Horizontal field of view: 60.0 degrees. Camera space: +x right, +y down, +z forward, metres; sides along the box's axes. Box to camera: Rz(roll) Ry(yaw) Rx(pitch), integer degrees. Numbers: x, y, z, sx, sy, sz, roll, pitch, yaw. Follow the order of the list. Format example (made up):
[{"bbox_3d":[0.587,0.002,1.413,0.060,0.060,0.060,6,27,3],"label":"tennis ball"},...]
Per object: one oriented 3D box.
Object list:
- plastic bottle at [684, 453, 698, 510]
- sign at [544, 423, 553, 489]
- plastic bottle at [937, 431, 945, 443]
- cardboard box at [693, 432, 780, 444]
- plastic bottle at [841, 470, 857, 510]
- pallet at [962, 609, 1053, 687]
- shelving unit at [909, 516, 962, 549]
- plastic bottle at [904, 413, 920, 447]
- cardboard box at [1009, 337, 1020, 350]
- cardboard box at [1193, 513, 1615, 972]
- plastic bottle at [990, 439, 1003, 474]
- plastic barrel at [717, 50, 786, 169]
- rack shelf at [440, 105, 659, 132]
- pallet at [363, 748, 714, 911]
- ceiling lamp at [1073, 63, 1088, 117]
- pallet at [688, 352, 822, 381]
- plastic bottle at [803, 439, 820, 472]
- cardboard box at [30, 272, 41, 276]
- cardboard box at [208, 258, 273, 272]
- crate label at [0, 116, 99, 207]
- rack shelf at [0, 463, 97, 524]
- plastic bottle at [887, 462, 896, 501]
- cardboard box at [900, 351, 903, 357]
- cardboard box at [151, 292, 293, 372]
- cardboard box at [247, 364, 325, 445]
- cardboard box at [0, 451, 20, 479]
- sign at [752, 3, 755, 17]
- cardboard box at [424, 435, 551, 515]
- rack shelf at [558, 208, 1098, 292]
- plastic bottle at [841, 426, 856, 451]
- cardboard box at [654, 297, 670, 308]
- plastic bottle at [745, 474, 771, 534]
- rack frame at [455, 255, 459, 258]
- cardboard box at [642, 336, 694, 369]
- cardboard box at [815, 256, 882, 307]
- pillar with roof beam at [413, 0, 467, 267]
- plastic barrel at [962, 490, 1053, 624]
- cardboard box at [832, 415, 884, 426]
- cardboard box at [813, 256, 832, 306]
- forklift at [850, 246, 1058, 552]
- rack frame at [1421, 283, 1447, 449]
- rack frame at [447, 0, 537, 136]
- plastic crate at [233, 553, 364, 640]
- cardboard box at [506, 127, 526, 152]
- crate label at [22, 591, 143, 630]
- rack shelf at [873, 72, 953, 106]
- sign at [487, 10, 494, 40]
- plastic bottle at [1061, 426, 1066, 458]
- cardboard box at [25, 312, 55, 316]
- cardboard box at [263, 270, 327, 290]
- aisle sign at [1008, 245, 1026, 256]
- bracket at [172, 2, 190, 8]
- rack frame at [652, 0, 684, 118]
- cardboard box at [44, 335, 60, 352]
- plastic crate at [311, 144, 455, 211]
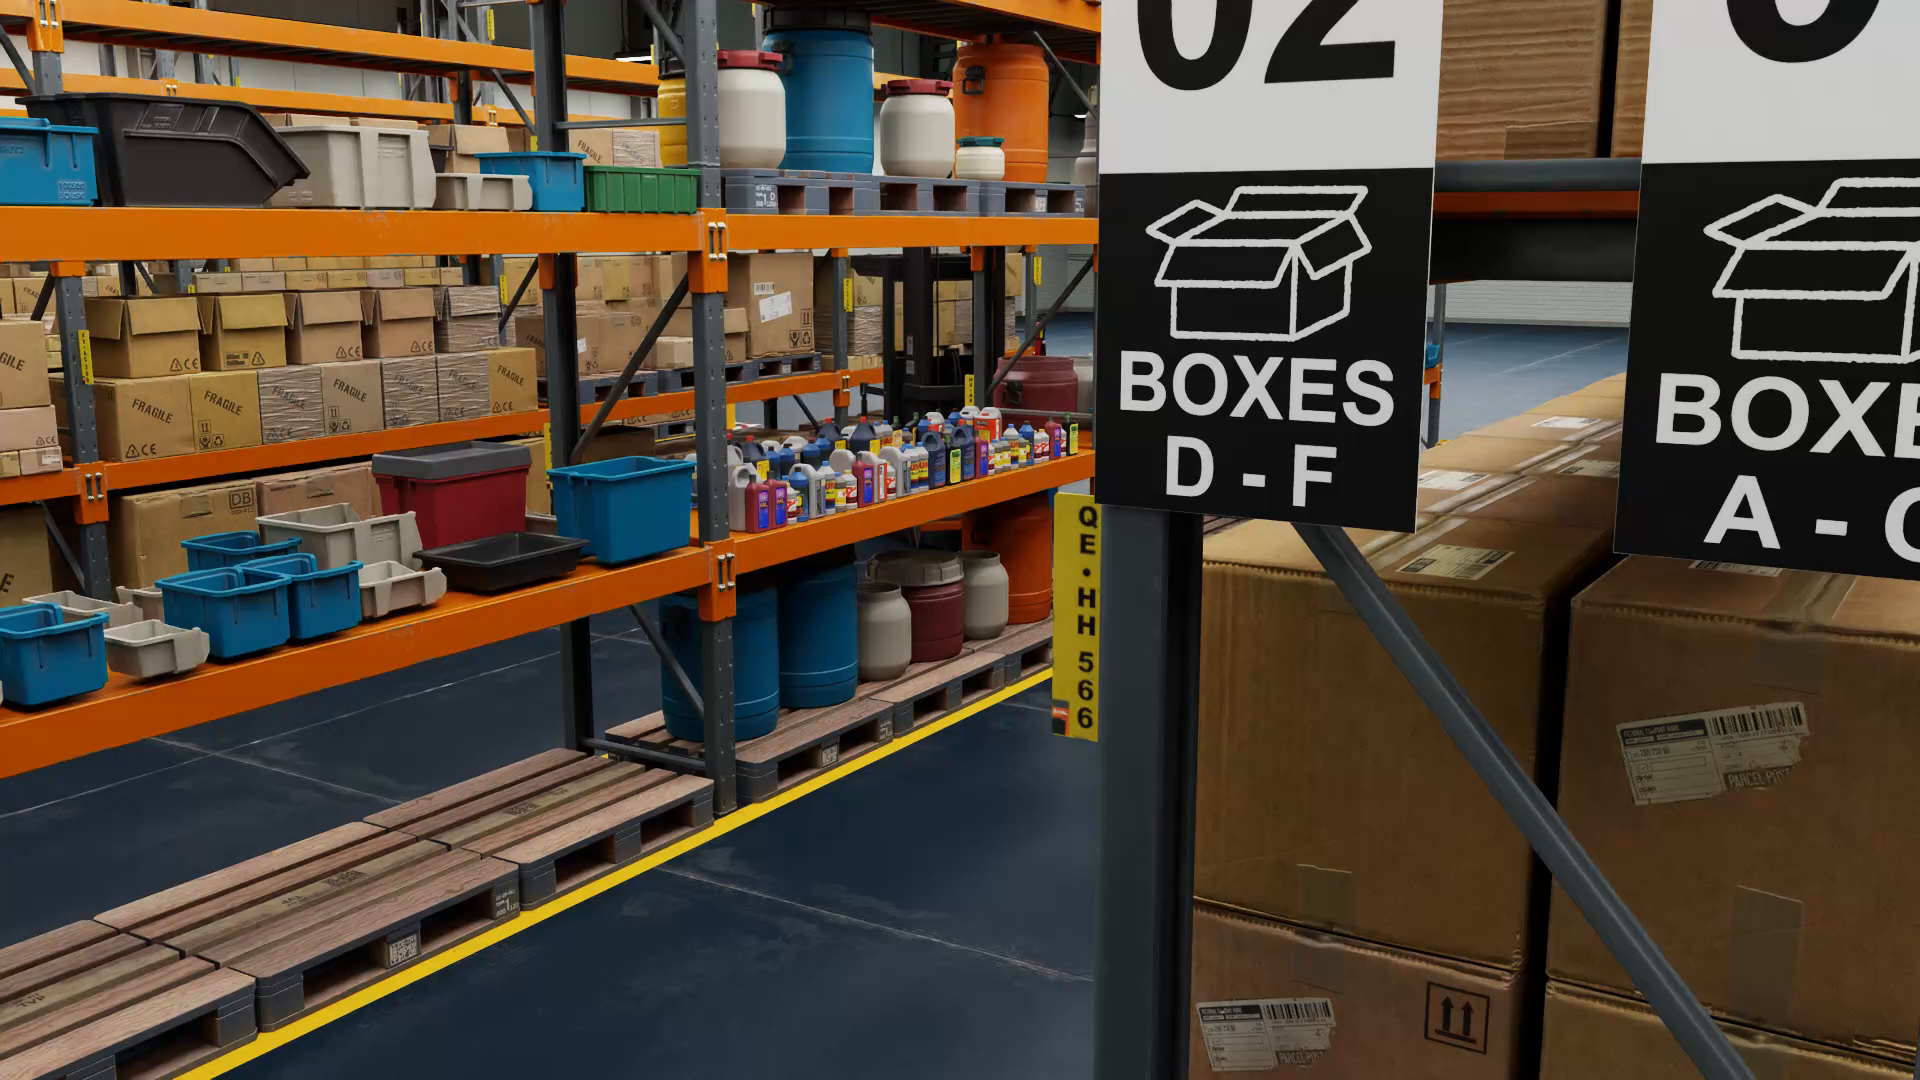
[{"bbox_3d":[-1.407,-0.309,8.703,0.152,0.276,0.135,6,12,31],"label":"plastic bottle"},{"bbox_3d":[-1.994,-0.408,8.146,0.100,0.325,0.005,6,12,31],"label":"sign"},{"bbox_3d":[-0.106,-0.492,9.660,0.061,0.283,0.133,6,12,31],"label":"plastic bottle"},{"bbox_3d":[-2.205,-0.771,16.430,0.700,0.500,0.500,6,12,30],"label":"cardboard box"},{"bbox_3d":[-0.584,-0.262,8.656,0.097,0.201,0.097,0,11,0],"label":"plastic bottle"},{"bbox_3d":[0.178,0.650,10.822,1.003,0.211,1.213,6,12,31],"label":"pallet"},{"bbox_3d":[-0.139,-0.363,13.546,0.503,1.200,0.258,-3,11,-18],"label":"shelving unit"},{"bbox_3d":[-0.298,-0.664,10.583,0.061,0.283,0.133,6,12,31],"label":"plastic bottle"},{"bbox_3d":[0.501,-2.392,20.175,0.380,0.149,0.250,6,12,31],"label":"cardboard box"},{"bbox_3d":[0.626,0.247,2.411,0.500,0.500,0.500,6,12,30],"label":"cardboard box"},{"bbox_3d":[0.208,-0.502,9.938,0.097,0.201,0.097,0,11,0],"label":"plastic bottle"},{"bbox_3d":[-1.037,-2.026,7.876,0.433,0.535,0.433,0,11,0],"label":"plastic barrel"},{"bbox_3d":[-4.753,-5.154,20.984,1.077,0.370,4.000,6,12,31],"label":"rack shelf"},{"bbox_3d":[-1.873,1.271,7.508,1.003,0.211,1.213,6,12,31],"label":"pallet"},{"bbox_3d":[4.255,-13.451,46.402,2.000,3.185,0.800,6,12,31],"label":"ceiling lamp"},{"bbox_3d":[-2.126,-1.750,16.587,1.003,0.211,1.213,6,12,31],"label":"pallet"},{"bbox_3d":[-0.838,-0.434,9.387,0.097,0.271,0.097,0,11,0],"label":"plastic bottle"},{"bbox_3d":[-13.899,-3.907,24.744,0.380,0.149,0.250,7,13,32],"label":"cardboard box"},{"bbox_3d":[-9.660,-3.633,22.324,0.700,0.500,0.500,6,12,30],"label":"cardboard box"},{"bbox_3d":[-2.846,-1.106,4.876,0.408,0.251,0.502,6,12,31],"label":"crate label"},{"bbox_3d":[-6.796,-0.024,8.802,1.077,0.370,4.000,6,12,31],"label":"rack shelf"},{"bbox_3d":[-0.395,-0.319,8.963,0.097,0.201,0.097,0,11,0],"label":"plastic bottle"},{"bbox_3d":[-0.702,-1.988,18.018,0.380,0.149,0.250,6,12,31],"label":"cardboard box"},{"bbox_3d":[-5.067,-1.443,11.426,0.797,0.503,0.637,7,12,31],"label":"cardboard box"},{"bbox_3d":[-4.785,-0.948,11.509,0.500,0.500,0.500,6,12,29],"label":"cardboard box"},{"bbox_3d":[-5.770,-0.449,9.799,0.380,0.149,0.250,7,13,32],"label":"cardboard box"},{"bbox_3d":[-2.059,-5.452,16.784,0.100,0.325,0.005,6,12,31],"label":"sign"},{"bbox_3d":[-4.057,-0.377,13.364,1.225,0.875,0.875,6,12,28],"label":"cardboard box"},{"bbox_3d":[-0.486,-1.655,9.359,1.077,0.370,4.000,6,12,31],"label":"rack shelf"},{"bbox_3d":[-0.669,-0.532,9.897,0.152,0.276,0.135,6,12,31],"label":"plastic bottle"},{"bbox_3d":[-4.135,-2.992,22.291,0.875,0.550,0.550,6,12,31],"label":"cardboard box"},{"bbox_3d":[-0.970,-0.179,7.990,0.061,0.283,0.133,6,12,31],"label":"plastic bottle"},{"bbox_3d":[-7.997,-3.527,25.554,1.000,3.000,0.127,6,12,31],"label":"rack frame"},{"bbox_3d":[-2.614,-1.696,15.042,0.500,0.250,0.500,6,12,29],"label":"cardboard box"},{"bbox_3d":[-1.154,-2.684,17.257,0.500,0.500,0.500,6,12,31],"label":"cardboard box"},{"bbox_3d":[-6.579,-7.458,30.251,9.100,9.000,0.548,6,12,31],"label":"pillar with roof beam"},{"bbox_3d":[0.313,0.090,10.990,0.600,0.830,0.708,6,12,31],"label":"plastic barrel"},{"bbox_3d":[-1.072,-1.078,18.129,0.500,0.500,0.500,-9,14,-39],"label":"cardboard box"},{"bbox_3d":[-1.606,-2.735,17.527,0.500,0.500,0.500,6,12,31],"label":"cardboard box"},{"bbox_3d":[-0.312,-1.540,15.130,1.130,2.935,3.031,-6,12,-29],"label":"forklift"},{"bbox_3d":[4.705,-2.107,17.970,1.000,3.000,0.127,6,12,31],"label":"rack frame"},{"bbox_3d":[-3.681,-4.270,13.225,1.000,3.000,0.127,6,12,31],"label":"rack frame"},{"bbox_3d":[-2.353,0.201,5.936,0.416,0.233,0.300,6,12,31],"label":"plastic crate"},{"bbox_3d":[-3.647,-3.190,13.974,0.500,0.500,0.500,7,13,32],"label":"cardboard box"},{"bbox_3d":[-3.046,0.274,5.807,0.396,0.136,0.243,6,12,31],"label":"crate label"},{"bbox_3d":[-0.566,-4.859,18.331,1.077,0.370,4.000,6,12,31],"label":"rack shelf"},{"bbox_3d":[-5.321,-5.837,18.841,0.100,0.325,0.005,6,12,31],"label":"sign"},{"bbox_3d":[0.631,-0.630,10.622,0.097,0.201,0.097,0,11,0],"label":"plastic bottle"},{"bbox_3d":[-8.542,-2.052,15.602,0.380,0.149,0.250,6,12,30],"label":"cardboard box"},{"bbox_3d":[-7.100,-2.582,17.521,0.700,0.500,0.500,6,12,30],"label":"cardboard box"},{"bbox_3d":[0.761,-3.839,20.157,0.394,0.787,0.004,6,12,31],"label":"aisle sign"},{"bbox_3d":[-12.855,-8.726,27.243,0.235,0.232,0.430,6,12,31],"label":"bracket"},{"bbox_3d":[-3.714,-6.018,22.561,1.000,3.000,0.127,6,12,31],"label":"rack frame"},{"bbox_3d":[-8.268,-1.757,14.837,0.380,0.149,0.250,6,12,30],"label":"cardboard box"},{"bbox_3d":[-2.404,-1.460,6.721,0.497,0.269,0.590,6,12,31],"label":"plastic crate"}]
